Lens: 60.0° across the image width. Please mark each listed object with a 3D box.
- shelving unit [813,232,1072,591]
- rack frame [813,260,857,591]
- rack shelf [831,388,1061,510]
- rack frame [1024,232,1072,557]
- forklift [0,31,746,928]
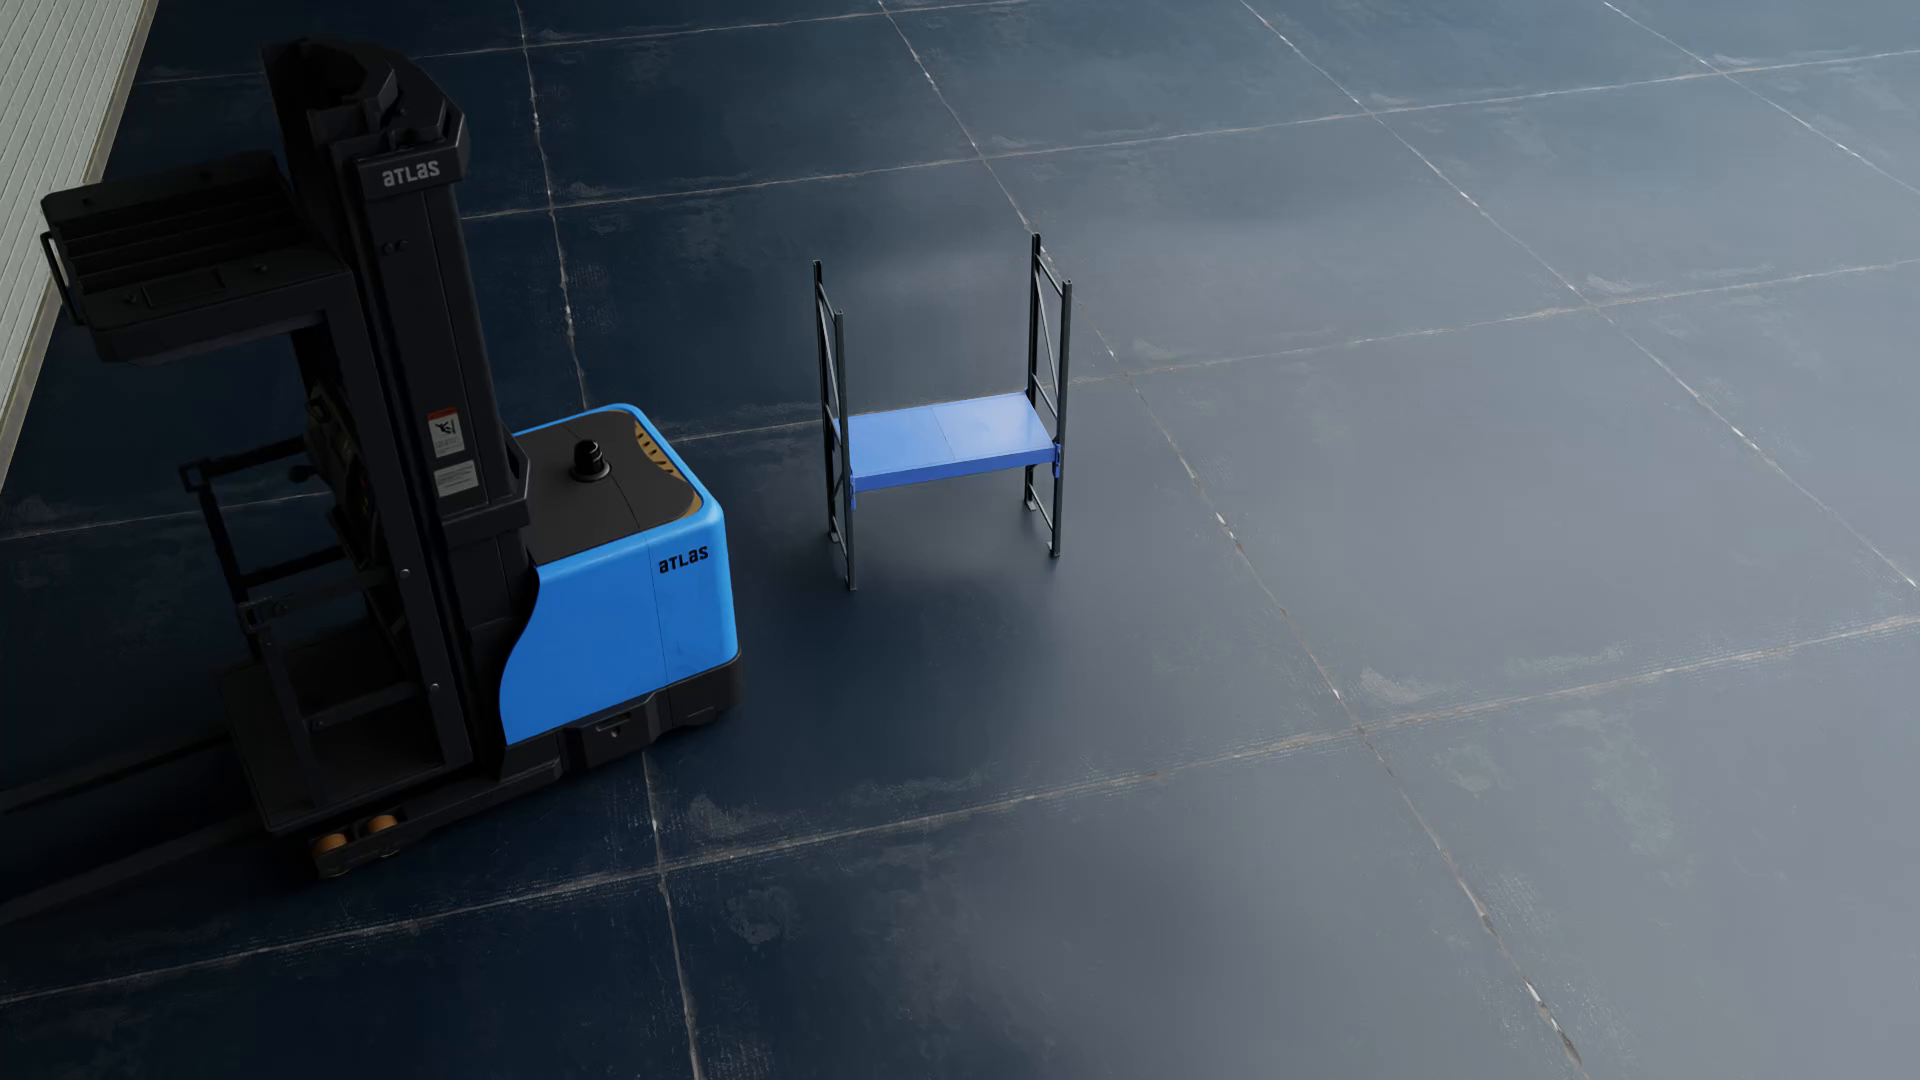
[{"bbox_3d":[-0.082,-0.582,7.756,1.048,1.500,0.538,-9,38,-12],"label":"shelving unit"},{"bbox_3d":[-0.573,-0.502,7.651,0.032,1.500,0.500,-9,38,-12],"label":"rack frame"},{"bbox_3d":[-0.082,-0.439,7.865,1.000,0.185,0.538,-9,38,-12],"label":"rack shelf"},{"bbox_3d":[0.408,-0.663,7.861,0.032,1.500,0.500,-9,38,-12],"label":"rack frame"},{"bbox_3d":[-2.461,-0.216,6.100,3.031,2.935,1.130,-20,42,-24],"label":"forklift"}]
